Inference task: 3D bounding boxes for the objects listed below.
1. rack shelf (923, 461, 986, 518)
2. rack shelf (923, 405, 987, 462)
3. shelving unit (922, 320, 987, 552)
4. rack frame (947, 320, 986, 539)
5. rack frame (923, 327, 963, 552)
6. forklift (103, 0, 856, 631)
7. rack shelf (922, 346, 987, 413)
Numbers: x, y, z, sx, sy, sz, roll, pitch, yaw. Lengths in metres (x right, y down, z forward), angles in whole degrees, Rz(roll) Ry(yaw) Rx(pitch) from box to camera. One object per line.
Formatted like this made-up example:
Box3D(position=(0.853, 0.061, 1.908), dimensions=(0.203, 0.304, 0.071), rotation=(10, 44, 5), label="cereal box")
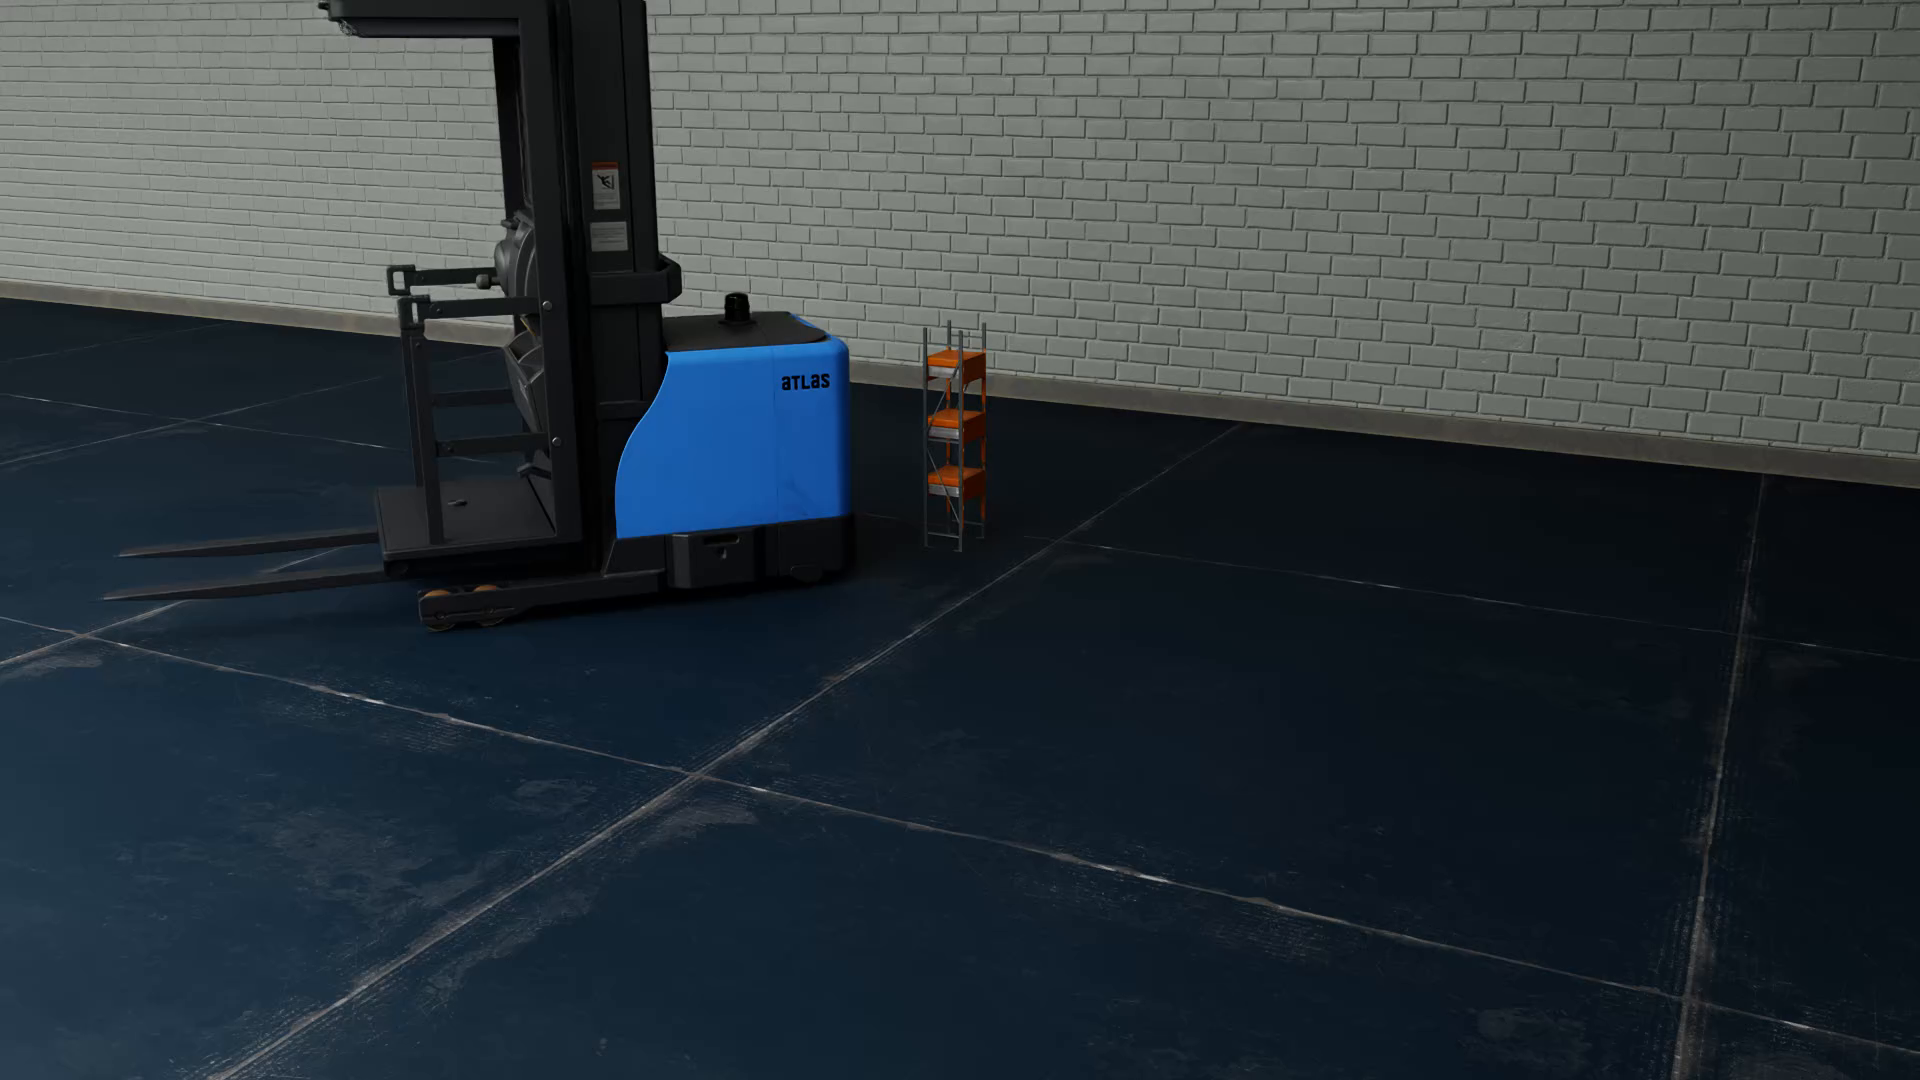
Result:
Box3D(position=(-0.024, -0.213, 7.911), dimensions=(0.215, 0.259, 0.240), rotation=(8, 18, 25), label="rack shelf")
Box3D(position=(-0.024, -0.479, 7.832), dimensions=(0.215, 0.259, 0.240), rotation=(8, 18, 25), label="rack shelf")
Box3D(position=(-0.024, -0.490, 7.829), dimensions=(0.215, 1.050, 0.252), rotation=(8, 18, 25), label="shelving unit")
Box3D(position=(0.031, -0.521, 7.934), dimensions=(0.200, 1.050, 0.008), rotation=(8, 18, 25), label="rack frame")
Box3D(position=(-0.078, -0.459, 7.724), dimensions=(0.200, 1.050, 0.008), rotation=(8, 18, 25), label="rack frame")
Box3D(position=(-2.035, -1.203, 6.925), dimensions=(3.031, 2.935, 1.130), rotation=(-6, 18, -20), label="forklift")
Box3D(position=(-0.024, -0.752, 7.751), dimensions=(0.215, 0.259, 0.240), rotation=(8, 18, 25), label="rack shelf")
